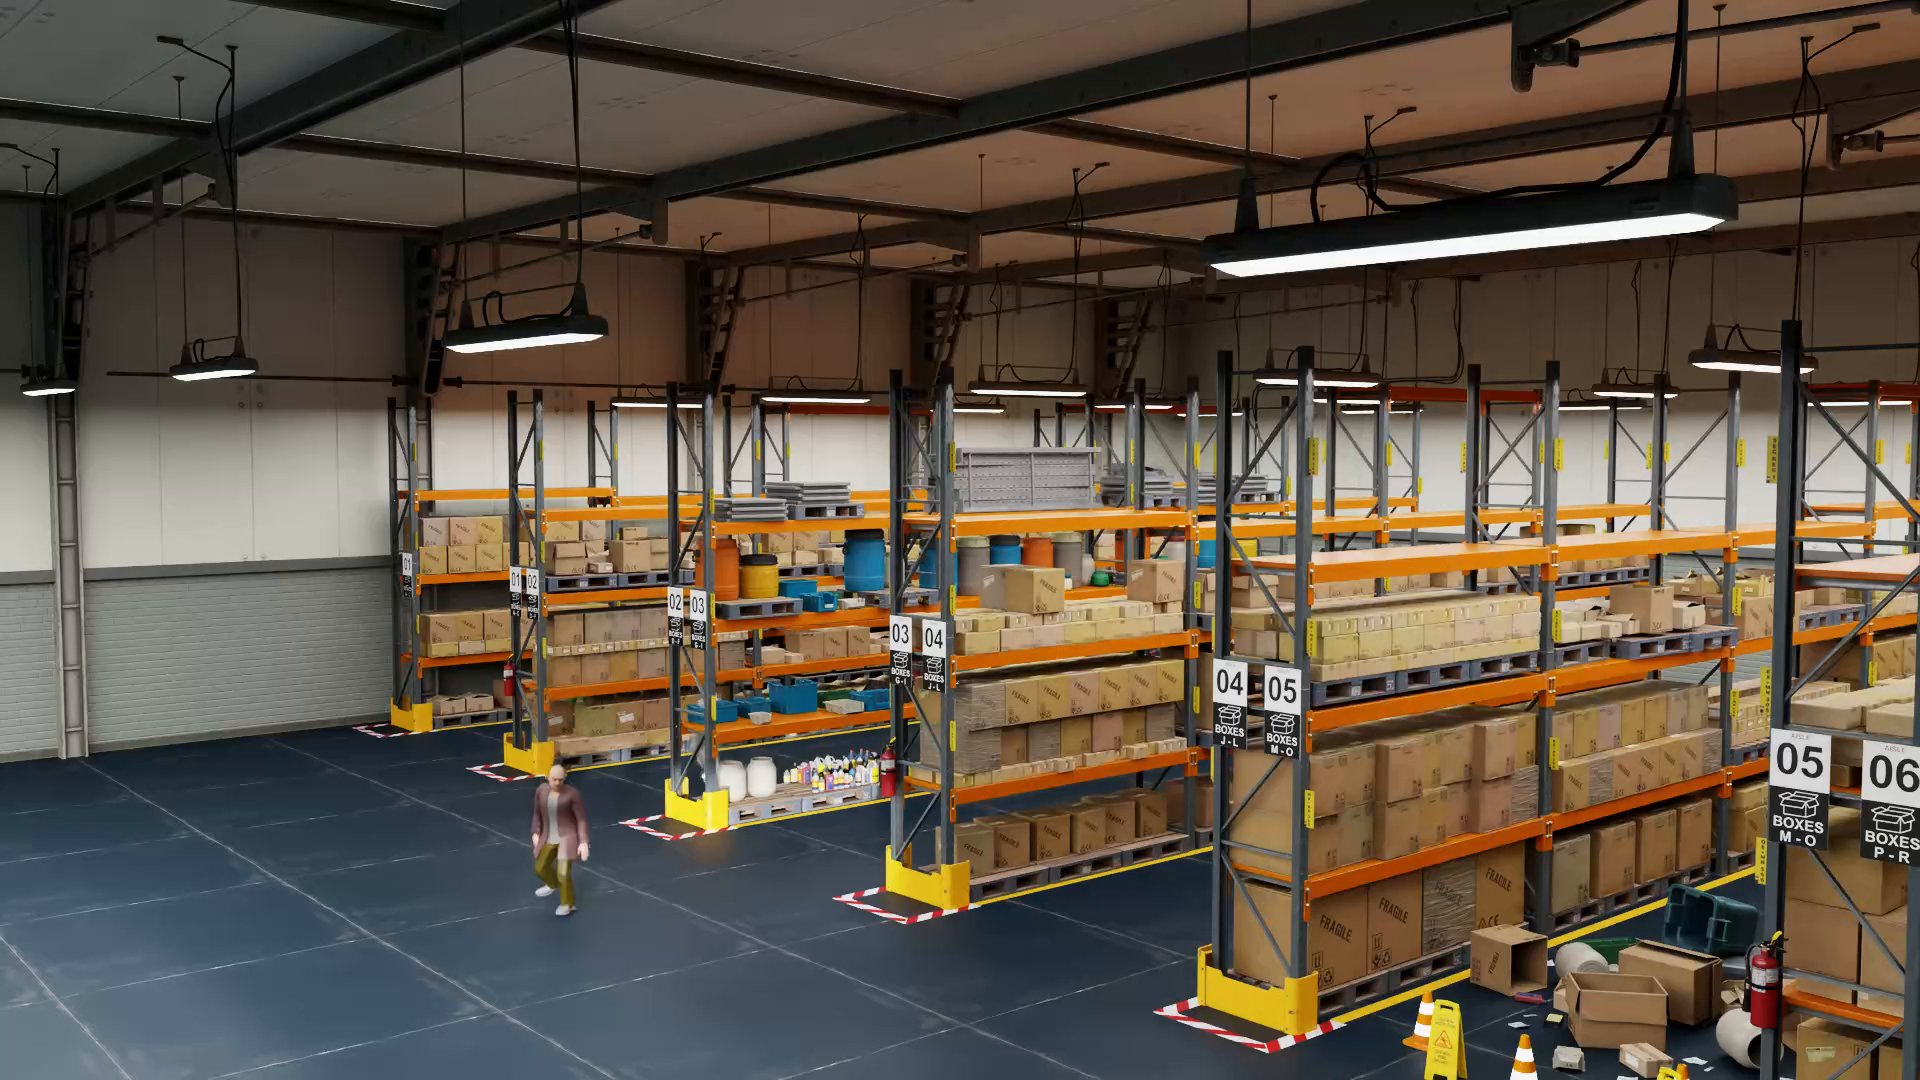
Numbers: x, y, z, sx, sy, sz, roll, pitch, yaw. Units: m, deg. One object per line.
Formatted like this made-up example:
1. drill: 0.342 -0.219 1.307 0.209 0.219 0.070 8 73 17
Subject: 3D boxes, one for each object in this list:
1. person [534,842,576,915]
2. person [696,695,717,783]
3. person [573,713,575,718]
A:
1. person: -4.482 3.578 18.410 0.697 1.003 0.706 1 3 17
2. person: -3.800 2.978 25.123 0.400 1.400 0.572 -2 4 -33
3. person: -6.758 2.663 29.570 0.450 1.508 0.874 2 4 28
